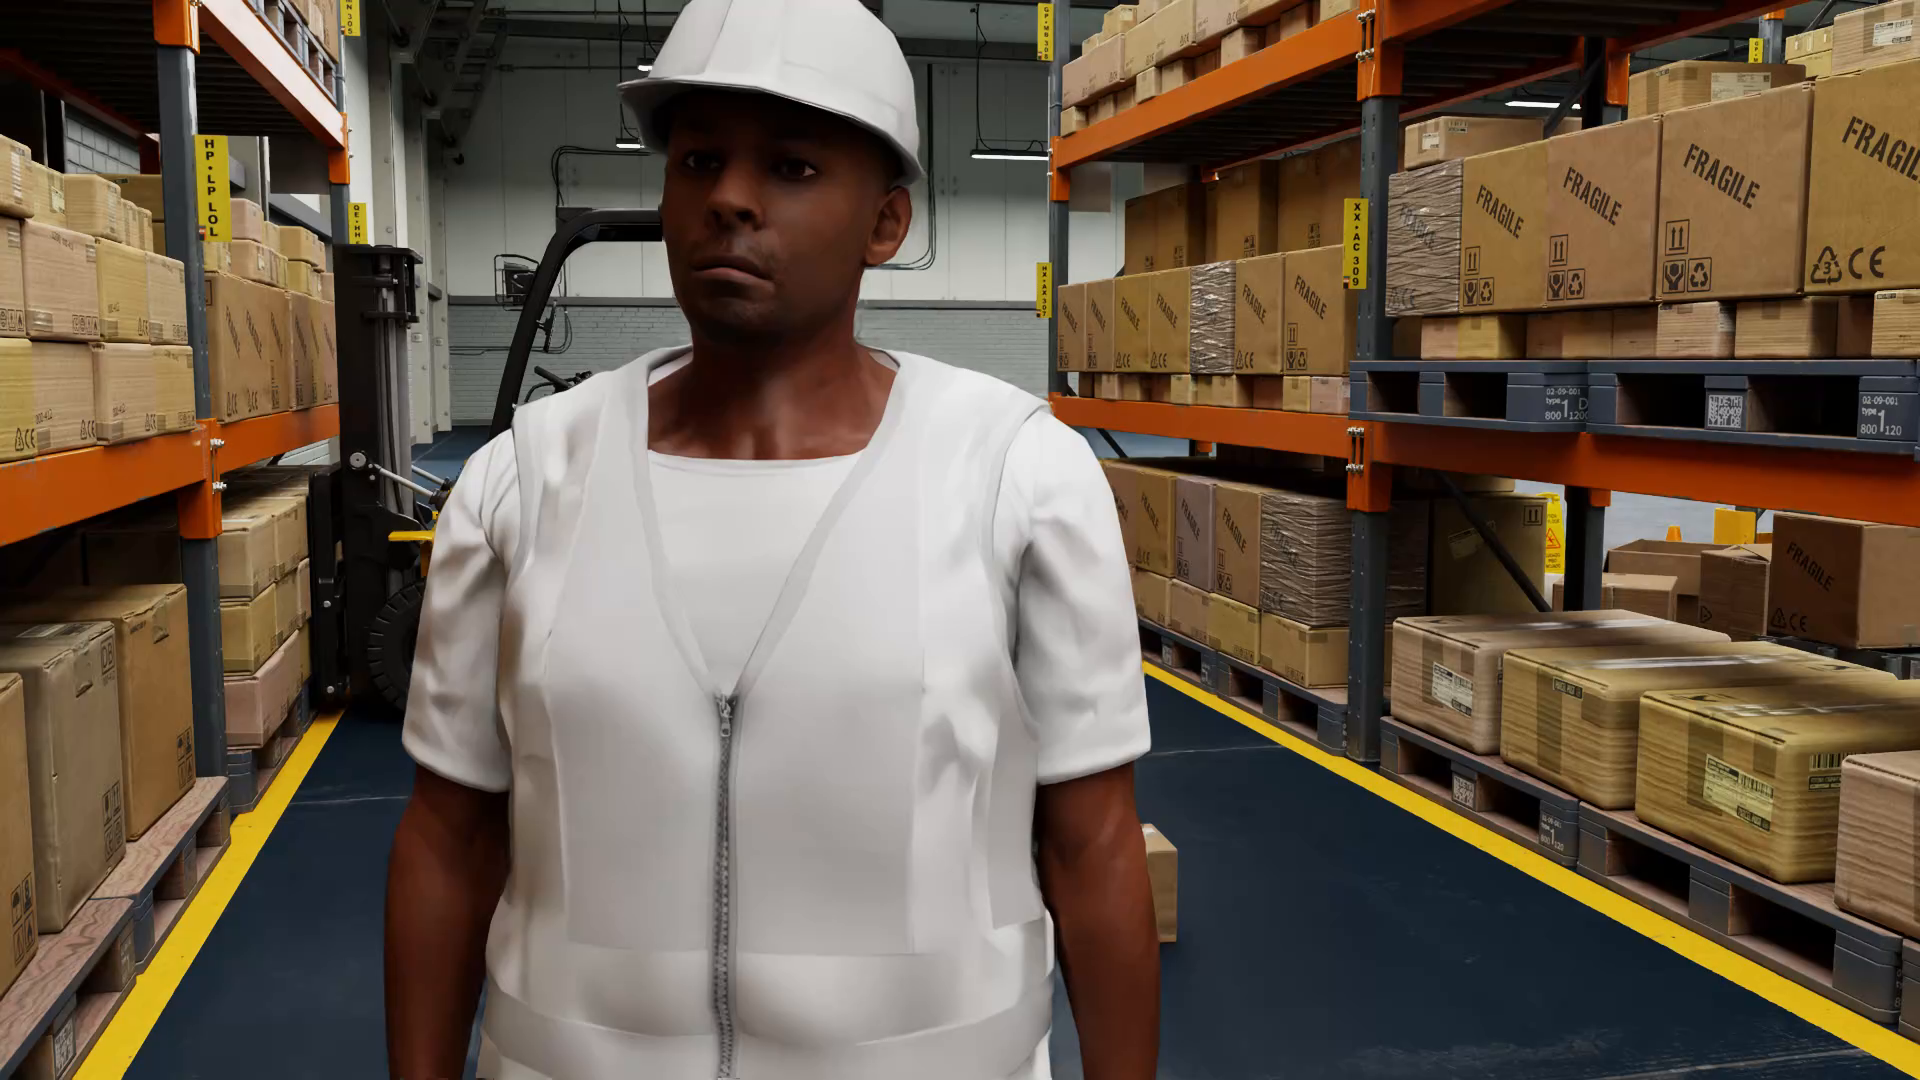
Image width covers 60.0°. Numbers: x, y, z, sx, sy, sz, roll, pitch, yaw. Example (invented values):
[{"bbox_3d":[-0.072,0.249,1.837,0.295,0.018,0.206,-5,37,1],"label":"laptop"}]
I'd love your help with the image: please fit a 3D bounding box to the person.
[{"bbox_3d":[-0.142,0.124,1.237,0.611,1.074,0.355,1,6,5],"label":"person"}]
